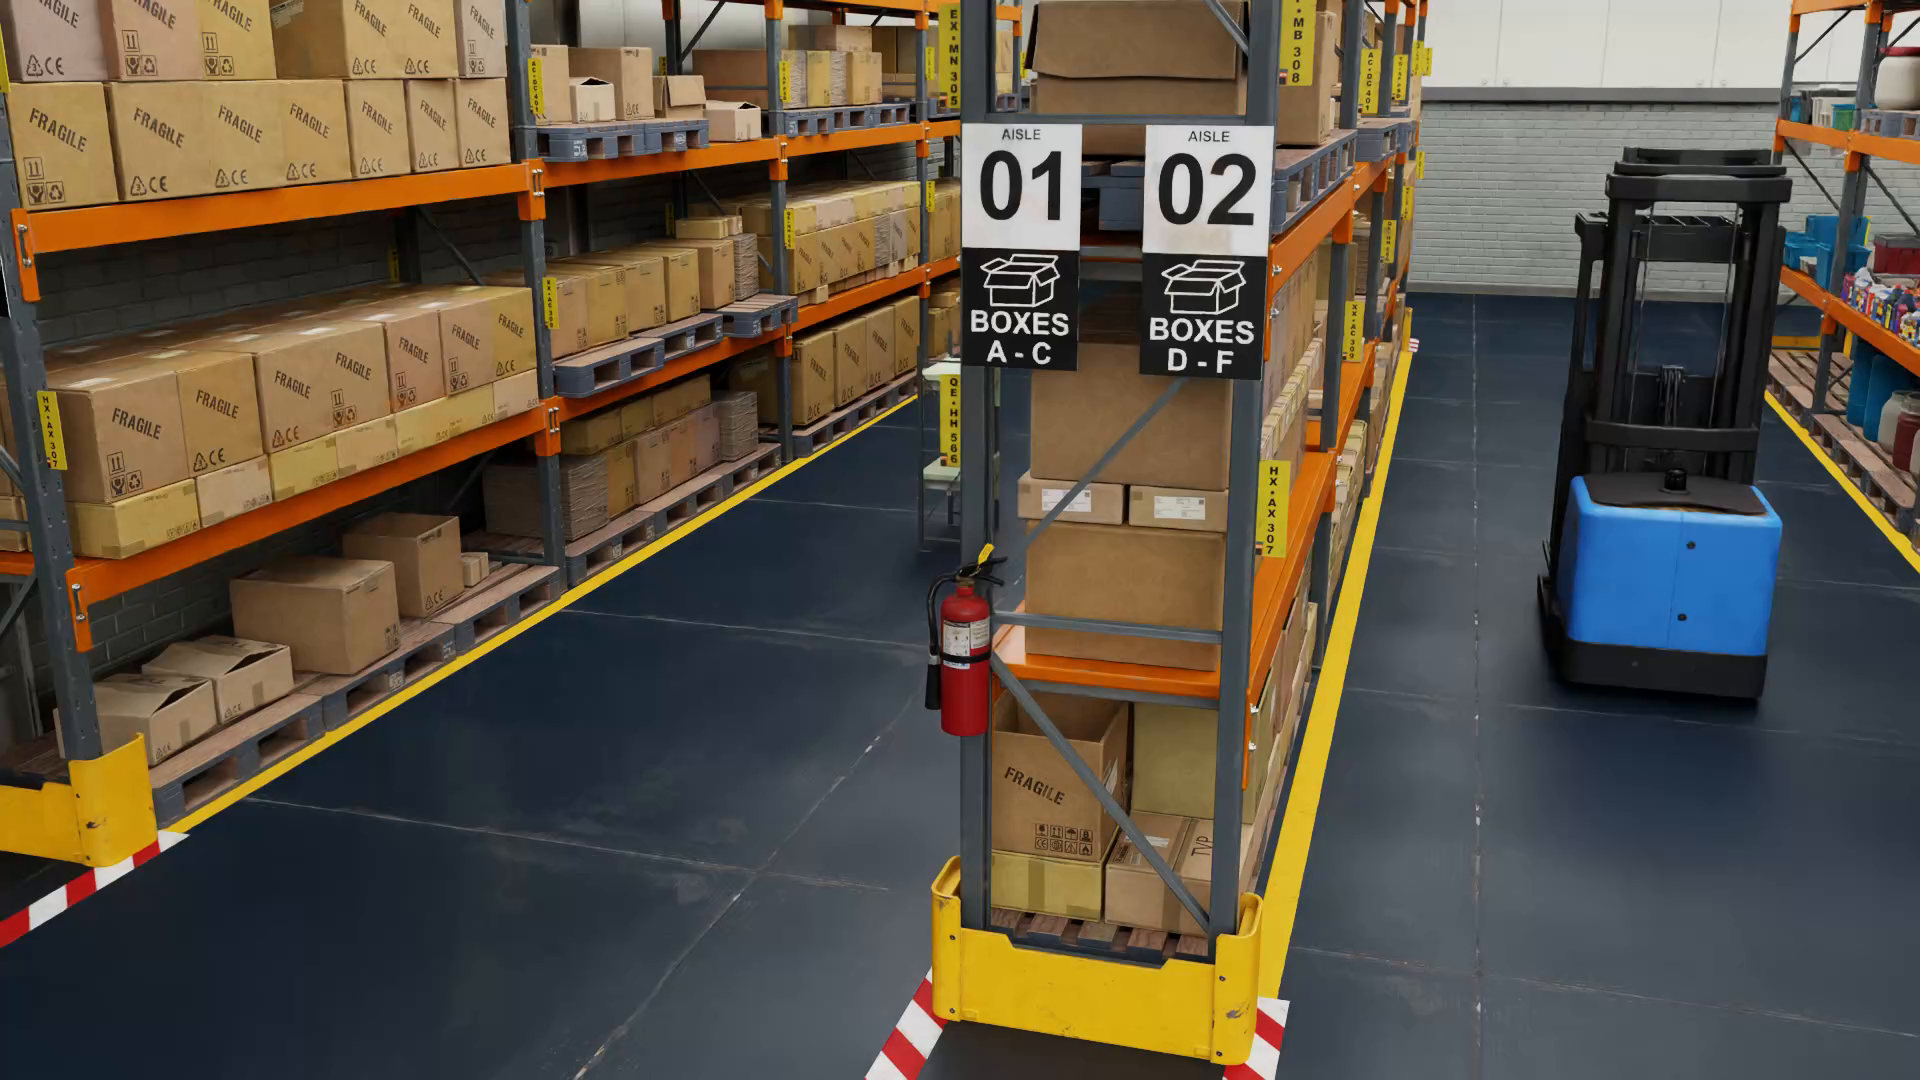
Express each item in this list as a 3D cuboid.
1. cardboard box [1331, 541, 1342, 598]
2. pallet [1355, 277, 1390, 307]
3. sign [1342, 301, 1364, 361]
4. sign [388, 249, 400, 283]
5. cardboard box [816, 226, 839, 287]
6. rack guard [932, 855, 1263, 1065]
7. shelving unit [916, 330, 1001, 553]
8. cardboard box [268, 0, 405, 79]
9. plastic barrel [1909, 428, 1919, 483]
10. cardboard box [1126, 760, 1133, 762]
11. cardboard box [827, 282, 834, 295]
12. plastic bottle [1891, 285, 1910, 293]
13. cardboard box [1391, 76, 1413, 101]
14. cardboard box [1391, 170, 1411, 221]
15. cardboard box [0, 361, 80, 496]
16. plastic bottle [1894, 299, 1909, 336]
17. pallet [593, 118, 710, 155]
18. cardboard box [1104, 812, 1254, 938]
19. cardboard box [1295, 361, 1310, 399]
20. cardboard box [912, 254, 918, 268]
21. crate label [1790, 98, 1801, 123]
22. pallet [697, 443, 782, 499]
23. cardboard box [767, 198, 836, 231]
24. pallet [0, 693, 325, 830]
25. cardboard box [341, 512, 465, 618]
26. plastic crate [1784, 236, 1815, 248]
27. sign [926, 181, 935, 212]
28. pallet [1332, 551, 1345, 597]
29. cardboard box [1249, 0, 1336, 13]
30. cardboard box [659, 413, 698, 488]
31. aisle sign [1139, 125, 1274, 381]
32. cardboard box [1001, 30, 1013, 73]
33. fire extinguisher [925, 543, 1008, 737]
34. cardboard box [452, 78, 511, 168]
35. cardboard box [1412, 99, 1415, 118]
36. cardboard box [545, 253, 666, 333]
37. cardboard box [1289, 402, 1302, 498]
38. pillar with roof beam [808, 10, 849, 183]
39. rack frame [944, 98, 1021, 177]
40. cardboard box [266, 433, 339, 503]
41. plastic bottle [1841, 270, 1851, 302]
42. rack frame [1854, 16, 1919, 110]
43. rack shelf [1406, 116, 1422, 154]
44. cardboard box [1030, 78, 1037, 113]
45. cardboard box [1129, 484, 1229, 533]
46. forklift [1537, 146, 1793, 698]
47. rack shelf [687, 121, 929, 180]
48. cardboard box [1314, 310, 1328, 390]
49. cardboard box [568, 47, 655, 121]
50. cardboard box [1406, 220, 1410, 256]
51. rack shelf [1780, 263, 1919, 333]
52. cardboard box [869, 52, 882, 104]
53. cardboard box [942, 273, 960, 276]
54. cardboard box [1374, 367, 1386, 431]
[{"bbox_3d":[2.132,0.162,10.530,0.500,0.250,0.500,5,17,17],"label":"cardboard box"},{"bbox_3d":[3.318,-2.202,14.948,1.003,0.211,1.213,5,16,16],"label":"pallet"},{"bbox_3d":[2.166,-1.151,9.158,0.100,0.325,0.005,5,16,16],"label":"sign"},{"bbox_3d":[-3.651,-1.721,10.778,0.100,0.325,0.005,5,16,16],"label":"sign"},{"bbox_3d":[-1.439,-2.613,15.279,0.500,0.500,0.500,5,17,18],"label":"cardboard box"},{"bbox_3d":[0.490,1.517,6.066,1.175,0.500,0.348,5,16,16],"label":"rack guard"},{"bbox_3d":[-0.002,-0.720,12.119,0.431,1.500,0.755,5,16,16],"label":"shelving unit"},{"bbox_3d":[-3.284,-2.670,8.696,0.500,0.500,0.500,4,16,14],"label":"cardboard box"},{"bbox_3d":[7.715,-0.689,13.052,0.421,0.512,0.421,0,16,0],"label":"plastic barrel"},{"bbox_3d":[0.636,1.003,7.567,0.500,0.250,0.500,5,16,16],"label":"cardboard box"},{"bbox_3d":[-1.410,-2.398,15.709,0.380,0.149,0.250,5,17,17],"label":"cardboard box"},{"bbox_3d":[8.041,-2.041,14.257,0.152,0.276,0.135,5,16,16],"label":"plastic bottle"},{"bbox_3d":[4.283,-4.551,16.740,0.500,0.250,0.500,5,16,16],"label":"cardboard box"},{"bbox_3d":[4.603,-3.732,17.974,0.500,0.500,0.500,4,16,14],"label":"cardboard box"},{"bbox_3d":[-4.324,-0.513,7.507,0.500,0.500,0.500,4,16,15],"label":"cardboard box"},{"bbox_3d":[7.549,-1.782,13.329,0.061,0.283,0.133,5,16,16],"label":"plastic bottle"},{"bbox_3d":[-2.548,-2.899,11.902,1.213,0.211,1.003,5,16,16],"label":"pallet"},{"bbox_3d":[0.862,1.305,6.499,0.500,0.250,0.500,5,16,16],"label":"cardboard box"},{"bbox_3d":[1.543,-0.809,8.313,0.380,0.149,0.250,5,16,16],"label":"cardboard box"},{"bbox_3d":[-0.669,-2.993,17.809,0.380,0.149,0.250,5,17,16],"label":"cardboard box"},{"bbox_3d":[9.219,-4.648,17.996,0.408,0.251,0.502,5,16,16],"label":"crate label"},{"bbox_3d":[-2.204,-0.623,14.137,1.003,0.211,1.213,5,16,16],"label":"pallet"},{"bbox_3d":[-1.452,-2.969,15.162,0.500,0.250,0.500,4,16,15],"label":"cardboard box"},{"bbox_3d":[-3.968,1.036,8.289,1.003,0.211,1.213,5,16,16],"label":"pallet"},{"bbox_3d":[-3.374,0.144,10.101,0.500,0.500,0.500,3,16,12],"label":"cardboard box"},{"bbox_3d":[9.218,-3.230,18.418,0.416,0.233,0.300,5,16,16],"label":"plastic crate"},{"bbox_3d":[-0.321,-3.694,17.880,0.100,0.325,0.005,5,16,16],"label":"sign"},{"bbox_3d":[2.150,0.087,11.637,1.003,0.211,1.213,5,16,16],"label":"pallet"},{"bbox_3d":[1.846,-2.831,9.447,0.500,0.500,0.500,5,17,17],"label":"cardboard box"},{"bbox_3d":[-2.507,-0.727,13.171,0.700,0.500,0.500,5,16,16],"label":"cardboard box"},{"bbox_3d":[0.771,-0.902,5.248,0.394,0.787,0.004,5,16,16],"label":"aisle sign"},{"bbox_3d":[0.346,-6.031,20.545,0.500,0.500,0.500,5,16,16],"label":"cardboard box"},{"bbox_3d":[0.017,0.340,5.776,0.296,0.674,0.183,5,16,16],"label":"fire extinguisher"},{"bbox_3d":[-3.025,-2.471,9.826,0.500,0.500,0.500,5,17,17],"label":"cardboard box"},{"bbox_3d":[4.571,-4.572,17.729,0.500,0.250,0.500,5,16,16],"label":"cardboard box"},{"bbox_3d":[-2.617,-1.833,12.304,0.700,0.500,0.500,7,17,24],"label":"cardboard box"},{"bbox_3d":[1.369,-0.532,8.524,0.700,0.500,0.500,4,16,15],"label":"cardboard box"},{"bbox_3d":[2.653,-6.017,17.053,9.100,9.000,0.400,5,16,16],"label":"pillar with roof beam"},{"bbox_3d":[0.293,-4.261,21.856,1.000,3.000,0.127,5,16,16],"label":"rack frame"},{"bbox_3d":[-3.527,-0.386,8.430,0.500,0.250,0.500,4,16,15],"label":"cardboard box"},{"bbox_3d":[8.141,-2.328,15.253,0.061,0.283,0.133,5,16,16],"label":"plastic bottle"},{"bbox_3d":[8.655,-5.333,14.640,1.000,3.000,0.127,5,16,16],"label":"rack frame"},{"bbox_3d":[4.475,-4.452,18.350,1.077,0.370,4.000,5,16,16],"label":"rack shelf"},{"bbox_3d":[0.571,-1.654,6.416,0.500,0.250,0.500,5,16,16],"label":"cardboard box"},{"bbox_3d":[0.814,-0.138,5.948,0.380,0.149,0.250,5,16,15],"label":"cardboard box"},{"bbox_3d":[4.268,-0.910,10.167,1.130,2.935,3.031,4,16,15],"label":"forklift"},{"bbox_3d":[-1.412,-3.789,16.011,1.077,0.370,4.000,5,16,16],"label":"rack shelf"},{"bbox_3d":[2.159,-1.255,11.075,0.500,0.500,0.500,5,16,16],"label":"cardboard box"},{"bbox_3d":[-2.535,-3.275,11.928,0.500,0.500,0.500,4,16,14],"label":"cardboard box"},{"bbox_3d":[4.886,-3.522,19.066,0.500,0.500,0.500,5,17,16],"label":"cardboard box"},{"bbox_3d":[9.223,-2.624,17.401,1.077,0.370,4.000,5,16,16],"label":"rack shelf"},{"bbox_3d":[-1.199,-4.696,16.902,0.700,0.500,0.500,4,16,13],"label":"cardboard box"},{"bbox_3d":[-0.110,-3.298,21.081,0.380,0.149,0.250,5,16,16],"label":"cardboard box"},{"bbox_3d":[3.607,-1.296,15.178,0.500,0.500,0.500,4,16,14],"label":"cardboard box"}]
